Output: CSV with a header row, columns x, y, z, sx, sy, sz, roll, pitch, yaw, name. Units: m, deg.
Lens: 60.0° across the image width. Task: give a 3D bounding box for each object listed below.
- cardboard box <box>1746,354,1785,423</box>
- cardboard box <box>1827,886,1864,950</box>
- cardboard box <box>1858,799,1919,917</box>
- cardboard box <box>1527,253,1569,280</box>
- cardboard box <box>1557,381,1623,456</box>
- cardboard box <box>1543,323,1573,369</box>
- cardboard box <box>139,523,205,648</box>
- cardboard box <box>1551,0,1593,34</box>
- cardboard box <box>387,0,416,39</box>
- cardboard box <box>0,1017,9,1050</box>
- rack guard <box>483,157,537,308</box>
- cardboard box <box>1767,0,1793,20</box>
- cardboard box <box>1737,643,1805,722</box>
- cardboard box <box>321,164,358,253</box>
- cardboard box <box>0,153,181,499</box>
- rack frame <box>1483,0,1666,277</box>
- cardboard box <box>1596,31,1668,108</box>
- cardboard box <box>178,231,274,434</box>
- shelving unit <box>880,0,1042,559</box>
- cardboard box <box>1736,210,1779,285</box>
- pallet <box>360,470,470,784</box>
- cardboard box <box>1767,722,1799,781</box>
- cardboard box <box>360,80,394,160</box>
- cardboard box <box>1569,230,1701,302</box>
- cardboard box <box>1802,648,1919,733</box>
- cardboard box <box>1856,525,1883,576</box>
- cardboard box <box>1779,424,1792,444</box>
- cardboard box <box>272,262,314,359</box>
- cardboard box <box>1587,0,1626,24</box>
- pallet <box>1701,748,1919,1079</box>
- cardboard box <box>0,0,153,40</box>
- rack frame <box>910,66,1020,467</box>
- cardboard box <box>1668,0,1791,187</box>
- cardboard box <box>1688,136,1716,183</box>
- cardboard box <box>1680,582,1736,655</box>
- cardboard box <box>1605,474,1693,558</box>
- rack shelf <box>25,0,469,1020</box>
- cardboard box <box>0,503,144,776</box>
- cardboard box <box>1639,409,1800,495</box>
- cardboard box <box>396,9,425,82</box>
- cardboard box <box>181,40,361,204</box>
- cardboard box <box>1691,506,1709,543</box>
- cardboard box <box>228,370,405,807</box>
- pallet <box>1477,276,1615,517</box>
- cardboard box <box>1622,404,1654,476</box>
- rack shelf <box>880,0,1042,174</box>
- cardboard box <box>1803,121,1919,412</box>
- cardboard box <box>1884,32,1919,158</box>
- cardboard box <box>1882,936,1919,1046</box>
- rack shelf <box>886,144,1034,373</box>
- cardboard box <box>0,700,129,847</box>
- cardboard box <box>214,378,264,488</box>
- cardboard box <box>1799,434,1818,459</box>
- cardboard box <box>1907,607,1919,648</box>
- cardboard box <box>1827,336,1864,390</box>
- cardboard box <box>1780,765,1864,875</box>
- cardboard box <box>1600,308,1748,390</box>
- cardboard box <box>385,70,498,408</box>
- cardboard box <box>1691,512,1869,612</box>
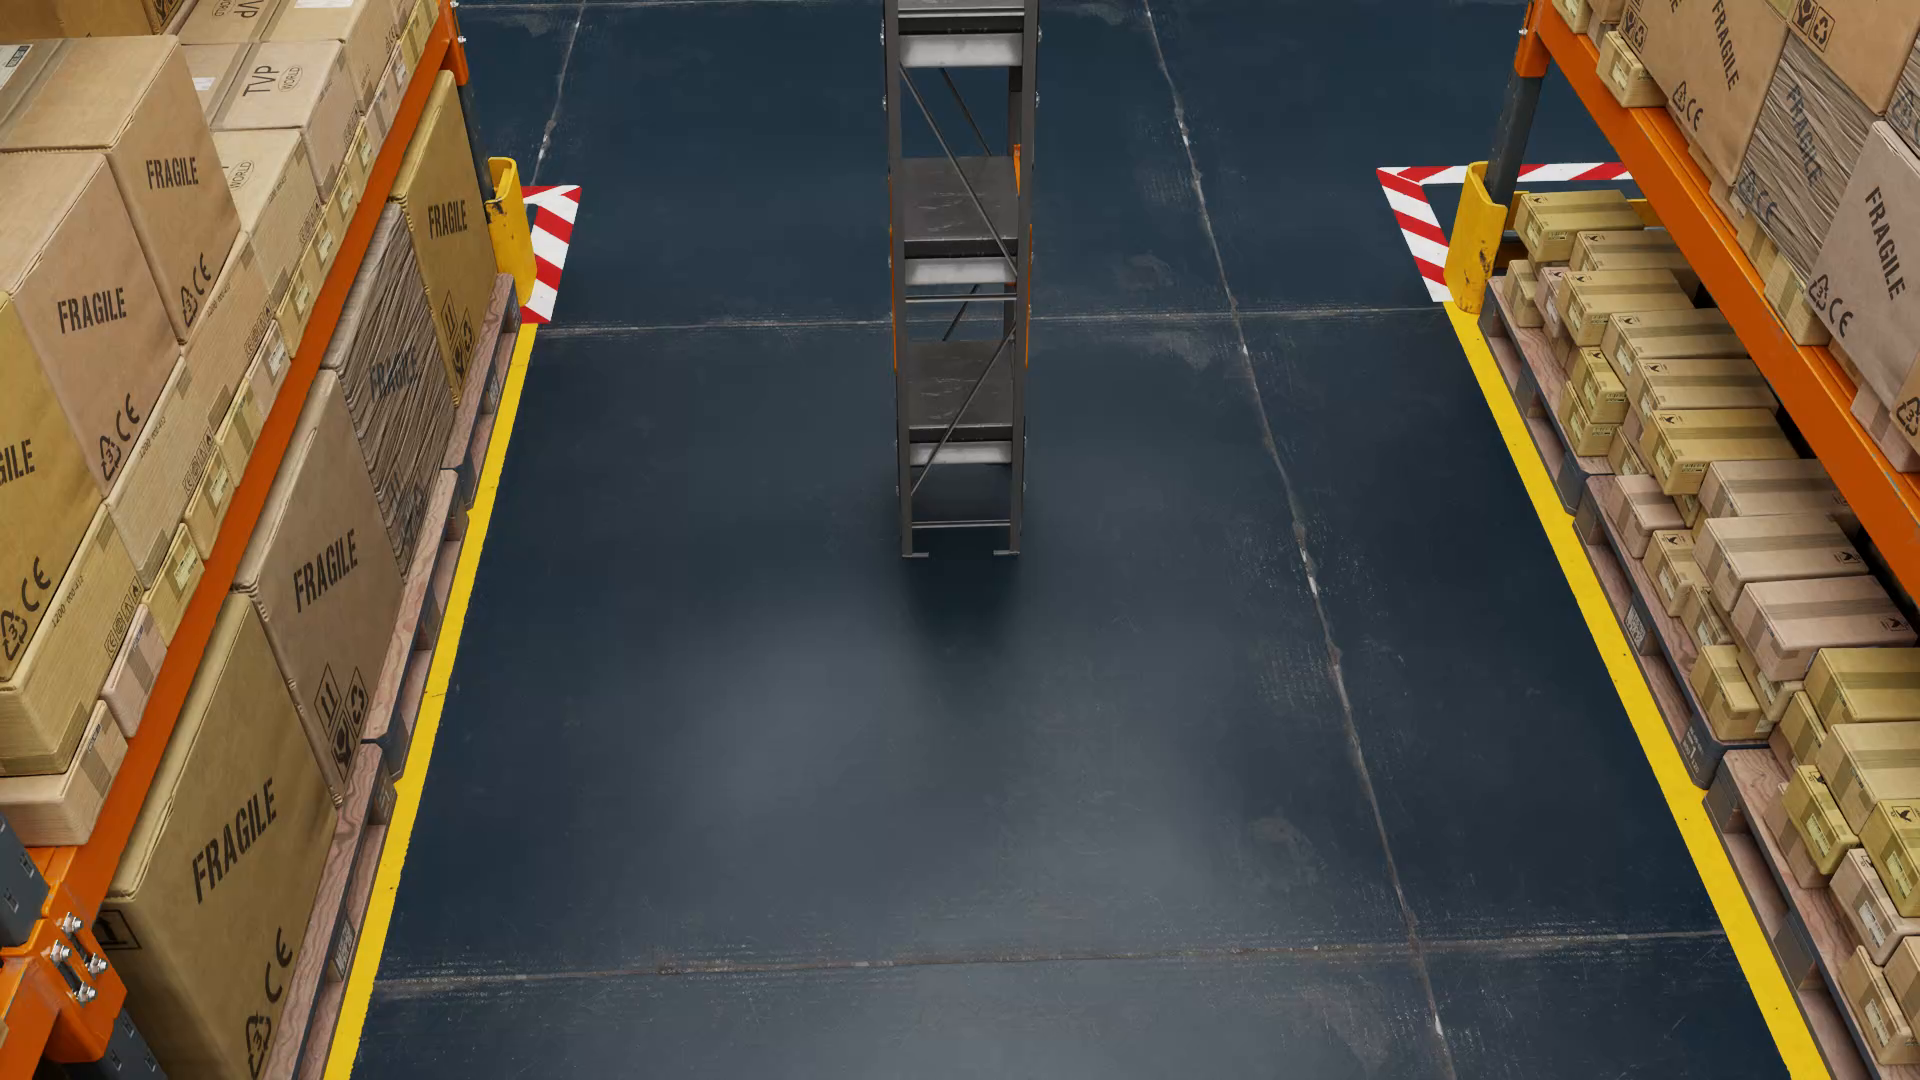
x,y,z,sx,sy,sz,roll,pitch,yaw,name
2.846,-0.534,5.692,0.380,0.149,0.250,-2,43,-2,cardboard box
2.491,0.960,4.282,0.380,0.149,0.250,-1,43,-1,cardboard box
2.450,0.769,4.050,0.380,0.149,0.250,-1,43,-1,cardboard box
2.372,-1.056,6.261,0.380,0.149,0.250,0,43,0,cardboard box
2.320,-0.427,5.795,0.380,0.149,0.250,-1,43,-1,cardboard box
2.401,-0.771,6.170,0.380,0.149,0.250,-2,43,-2,cardboard box
-1.887,0.099,3.608,0.380,0.149,0.250,0,43,0,cardboard box
2.292,-1.883,5.771,0.380,0.149,0.250,-2,43,-2,cardboard box
-2.068,-1.865,5.455,0.500,0.250,0.500,-2,43,-2,cardboard box
-1.891,0.842,2.538,0.500,0.500,0.500,-2,43,-2,cardboard box
-2.355,-1.225,6.716,1.175,0.500,0.348,-2,43,-2,rack guard
2.387,-1.716,4.368,0.500,0.500,0.500,-3,43,-3,cardboard box
2.449,0.373,4.702,0.380,0.149,0.250,-1,43,-1,cardboard box
-1.953,-0.942,4.743,0.380,0.149,0.250,-1,43,-2,cardboard box
-1.962,-0.424,3.328,0.500,0.500,0.500,-2,43,-2,cardboard box
2.606,-2.204,5.934,1.000,3.000,0.127,-2,43,-2,rack frame
2.302,-1.529,5.385,0.380,0.149,0.250,-3,43,-3,cardboard box
-1.986,-0.494,3.960,0.500,0.250,0.500,-1,43,-1,cardboard box
-0.007,-0.886,5.162,0.431,2.100,0.503,-2,43,-2,shelving unit
2.409,-0.832,4.623,0.380,0.149,0.250,0,43,0,cardboard box
-2.193,0.257,5.313,1.003,0.211,1.213,-2,43,-2,pallet
2.526,0.602,4.672,0.380,0.149,0.250,-3,43,-3,cardboard box
-1.978,-1.292,5.126,0.380,0.149,0.250,-1,43,-1,cardboard box
2.421,-0.981,5.959,0.380,0.149,0.250,-1,43,-1,cardboard box
2.499,0.424,4.426,0.380,0.149,0.250,0,43,0,cardboard box
3.004,-0.011,5.121,0.380,0.149,0.250,-1,43,-1,cardboard box
2.971,-0.270,5.624,0.380,0.149,0.250,-3,43,-4,cardboard box
-1.932,-0.598,4.369,0.380,0.149,0.250,-3,43,-3,cardboard box
2.349,-2.039,5.461,0.500,0.500,0.500,0,43,0,cardboard box
2.712,1.072,4.424,1.003,0.211,1.213,-2,43,-2,pallet
-2.554,-1.442,4.439,0.500,0.500,0.500,-3,43,-3,cardboard box
-0.017,-1.051,5.342,0.400,2.100,0.015,-2,43,-2,rack frame
2.405,-1.348,4.706,0.500,0.500,0.500,-1,43,-1,cardboard box
2.437,-1.175,4.997,0.380,0.149,0.250,-2,43,-2,cardboard box
2.431,0.261,5.045,0.380,0.149,0.250,-1,43,-1,cardboard box
2.350,-0.087,5.424,0.380,0.149,0.250,-4,43,-4,cardboard box
-2.269,-0.514,4.624,1.077,0.370,4.000,-2,43,-2,rack shelf
-1.942,0.192,3.212,0.500,0.250,0.500,-2,43,-3,cardboard box
2.364,-0.276,5.190,0.380,0.149,0.250,-1,43,-1,cardboard box
-1.997,-1.631,5.495,0.380,0.149,0.250,-1,43,-1,cardboard box
-2.025,-1.179,4.707,0.500,0.250,0.500,-3,43,-3,cardboard box
2.489,0.010,5.098,0.380,0.149,0.250,0,43,0,cardboard box
-2.170,0.144,4.635,0.875,0.875,0.875,-2,43,-2,cardboard box
2.608,-0.575,6.221,1.003,0.211,1.213,-2,43,-2,pallet
2.434,-0.354,5.496,0.380,0.149,0.250,-4,43,-4,cardboard box
-0.007,-1.392,4.699,0.431,0.518,0.480,-2,43,-2,rack shelf
2.432,-0.655,3.950,0.500,0.500,0.500,-2,43,-2,cardboard box
2.451,-1.023,3.612,0.500,0.500,0.500,-1,43,-1,cardboard box
2.445,1.079,3.931,0.380,0.149,0.250,-1,43,-1,cardboard box
-0.007,-0.876,5.172,0.431,0.518,0.480,-2,43,-2,rack shelf
-1.864,0.454,3.221,0.380,0.149,0.250,-2,43,-2,cardboard box
-1.911,-0.251,3.990,0.380,0.149,0.250,-2,43,-2,cardboard box
2.888,-0.297,5.213,0.380,0.149,0.250,-3,43,-3,cardboard box
2.937,0.329,4.750,0.380,0.149,0.250,0,43,0,cardboard box
2.473,-0.481,4.240,0.380,0.149,0.250,-2,43,-2,cardboard box
2.392,0.717,4.327,0.380,0.149,0.250,-3,43,-3,cardboard box
2.397,-0.642,5.589,0.380,0.149,0.250,-4,43,-4,cardboard box
-2.247,-1.072,5.961,0.875,0.875,0.875,-2,43,-2,cardboard box
2.372,0.062,4.821,0.380,0.149,0.250,-3,43,-3,cardboard box
